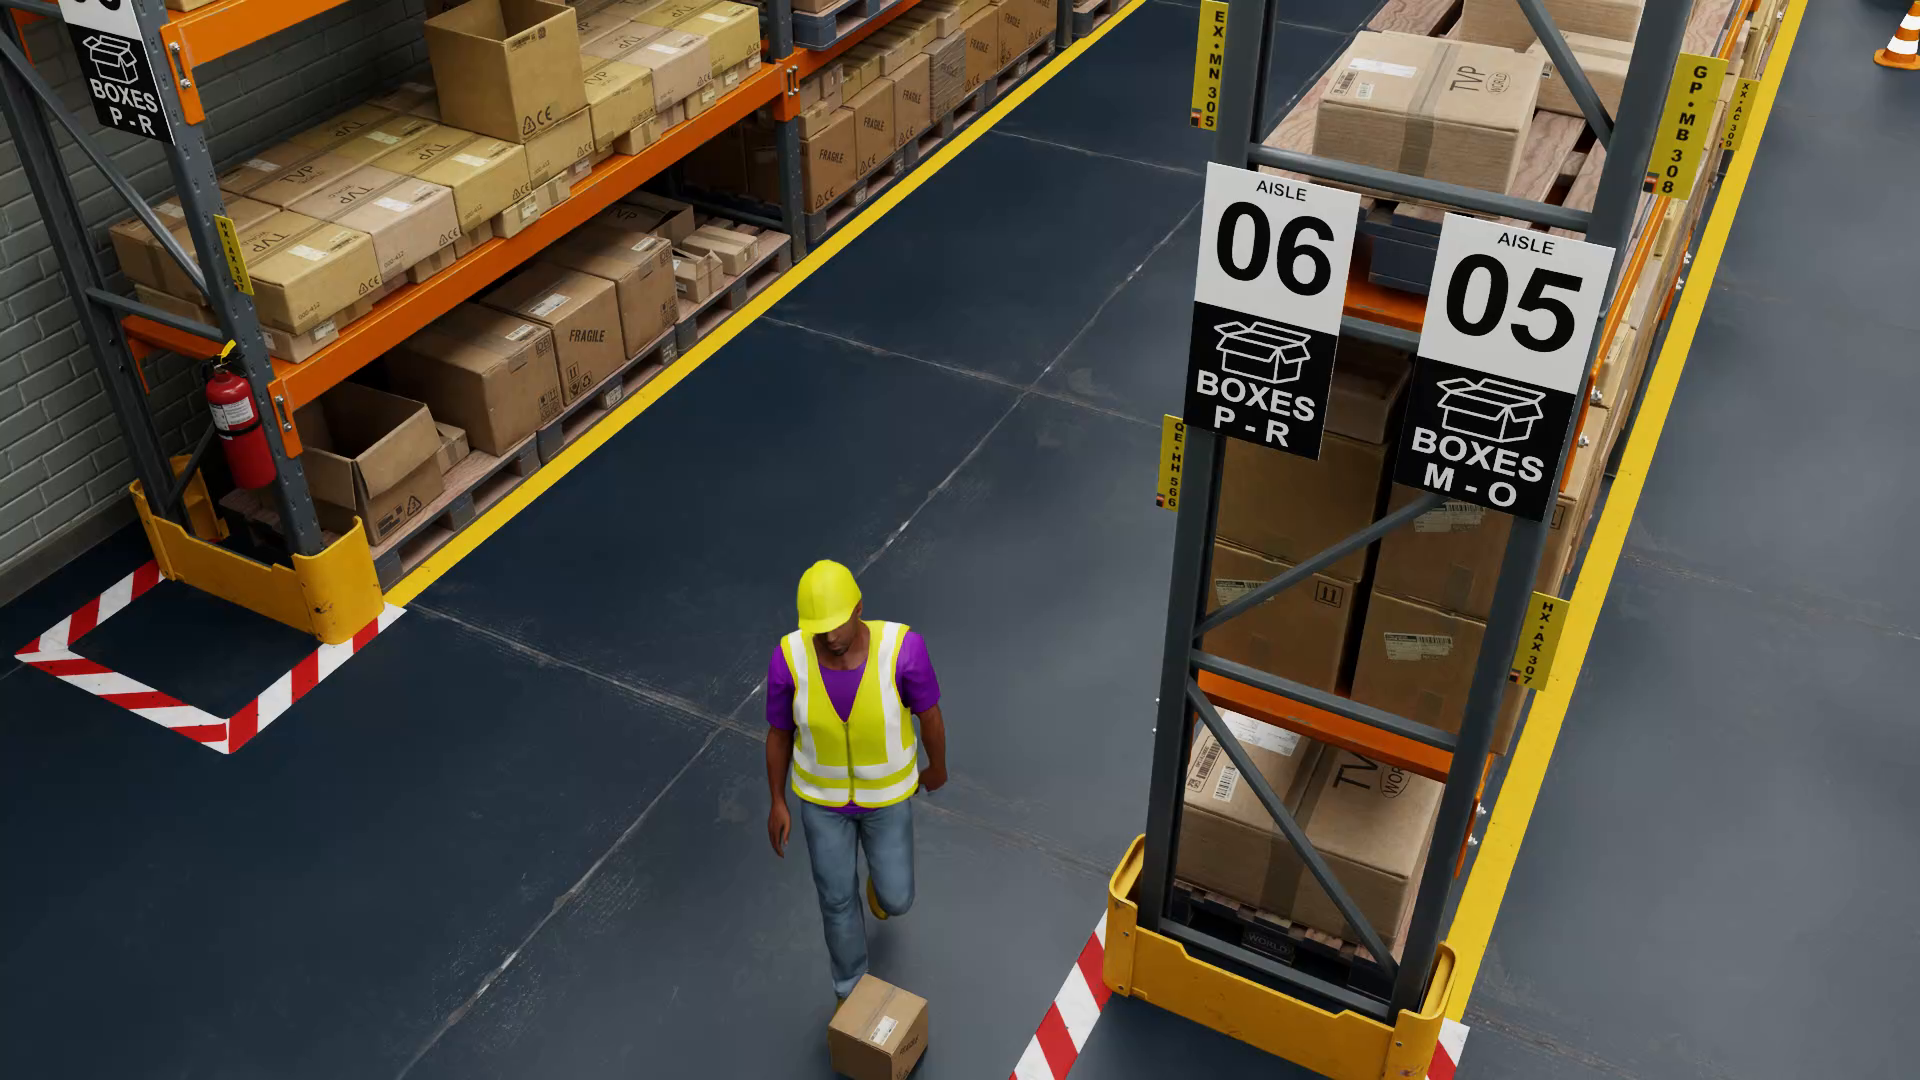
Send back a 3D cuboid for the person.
[{"bbox_3d":[-0.349,0.901,5.600,0.609,1.720,0.778,0,38,0],"label":"person"}]
